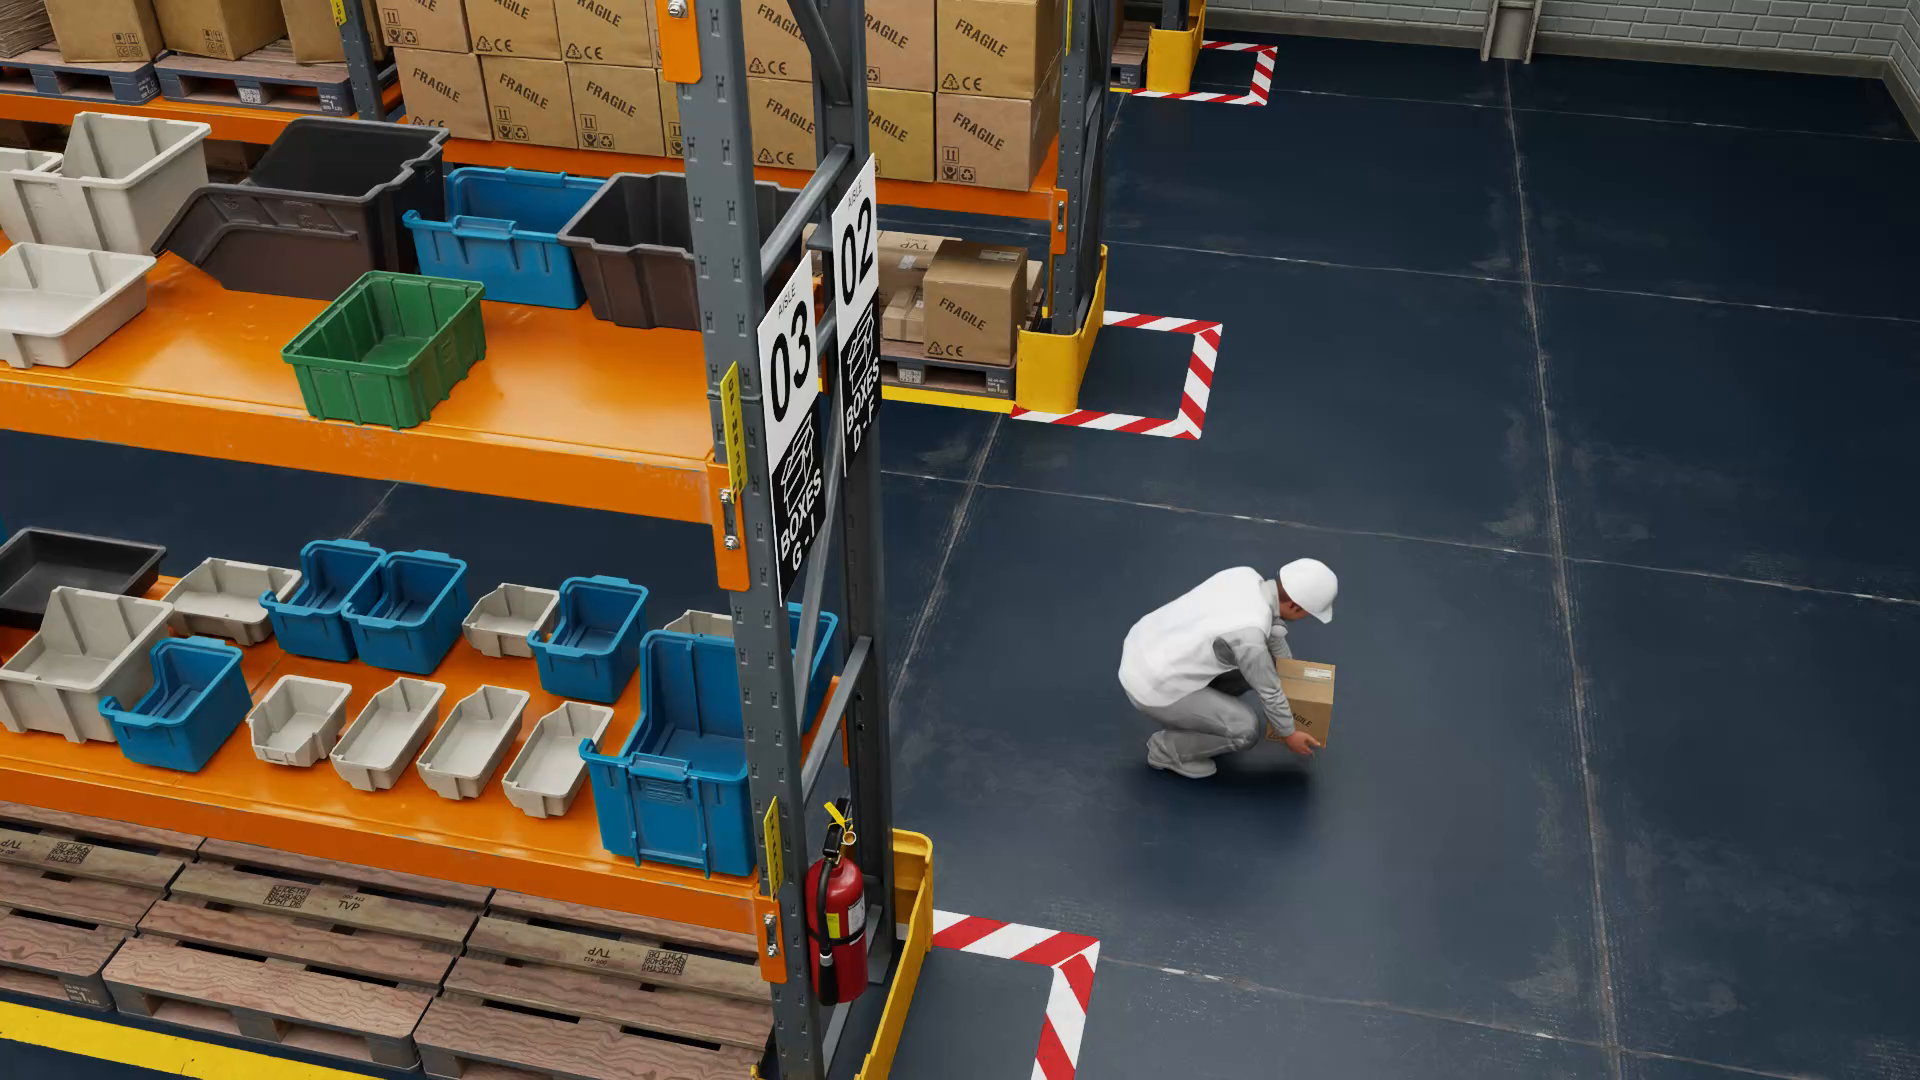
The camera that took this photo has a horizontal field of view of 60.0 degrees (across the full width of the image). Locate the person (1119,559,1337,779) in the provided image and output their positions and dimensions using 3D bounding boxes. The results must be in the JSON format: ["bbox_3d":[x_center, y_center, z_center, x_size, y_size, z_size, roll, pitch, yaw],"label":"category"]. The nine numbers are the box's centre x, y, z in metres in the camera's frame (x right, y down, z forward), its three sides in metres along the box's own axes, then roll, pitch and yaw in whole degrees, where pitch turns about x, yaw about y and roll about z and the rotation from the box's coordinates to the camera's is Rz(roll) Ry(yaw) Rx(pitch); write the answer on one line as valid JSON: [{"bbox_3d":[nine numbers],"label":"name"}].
[{"bbox_3d":[1.105,0.497,6.917,0.863,1.019,0.523,7,37,9],"label":"person"}]
